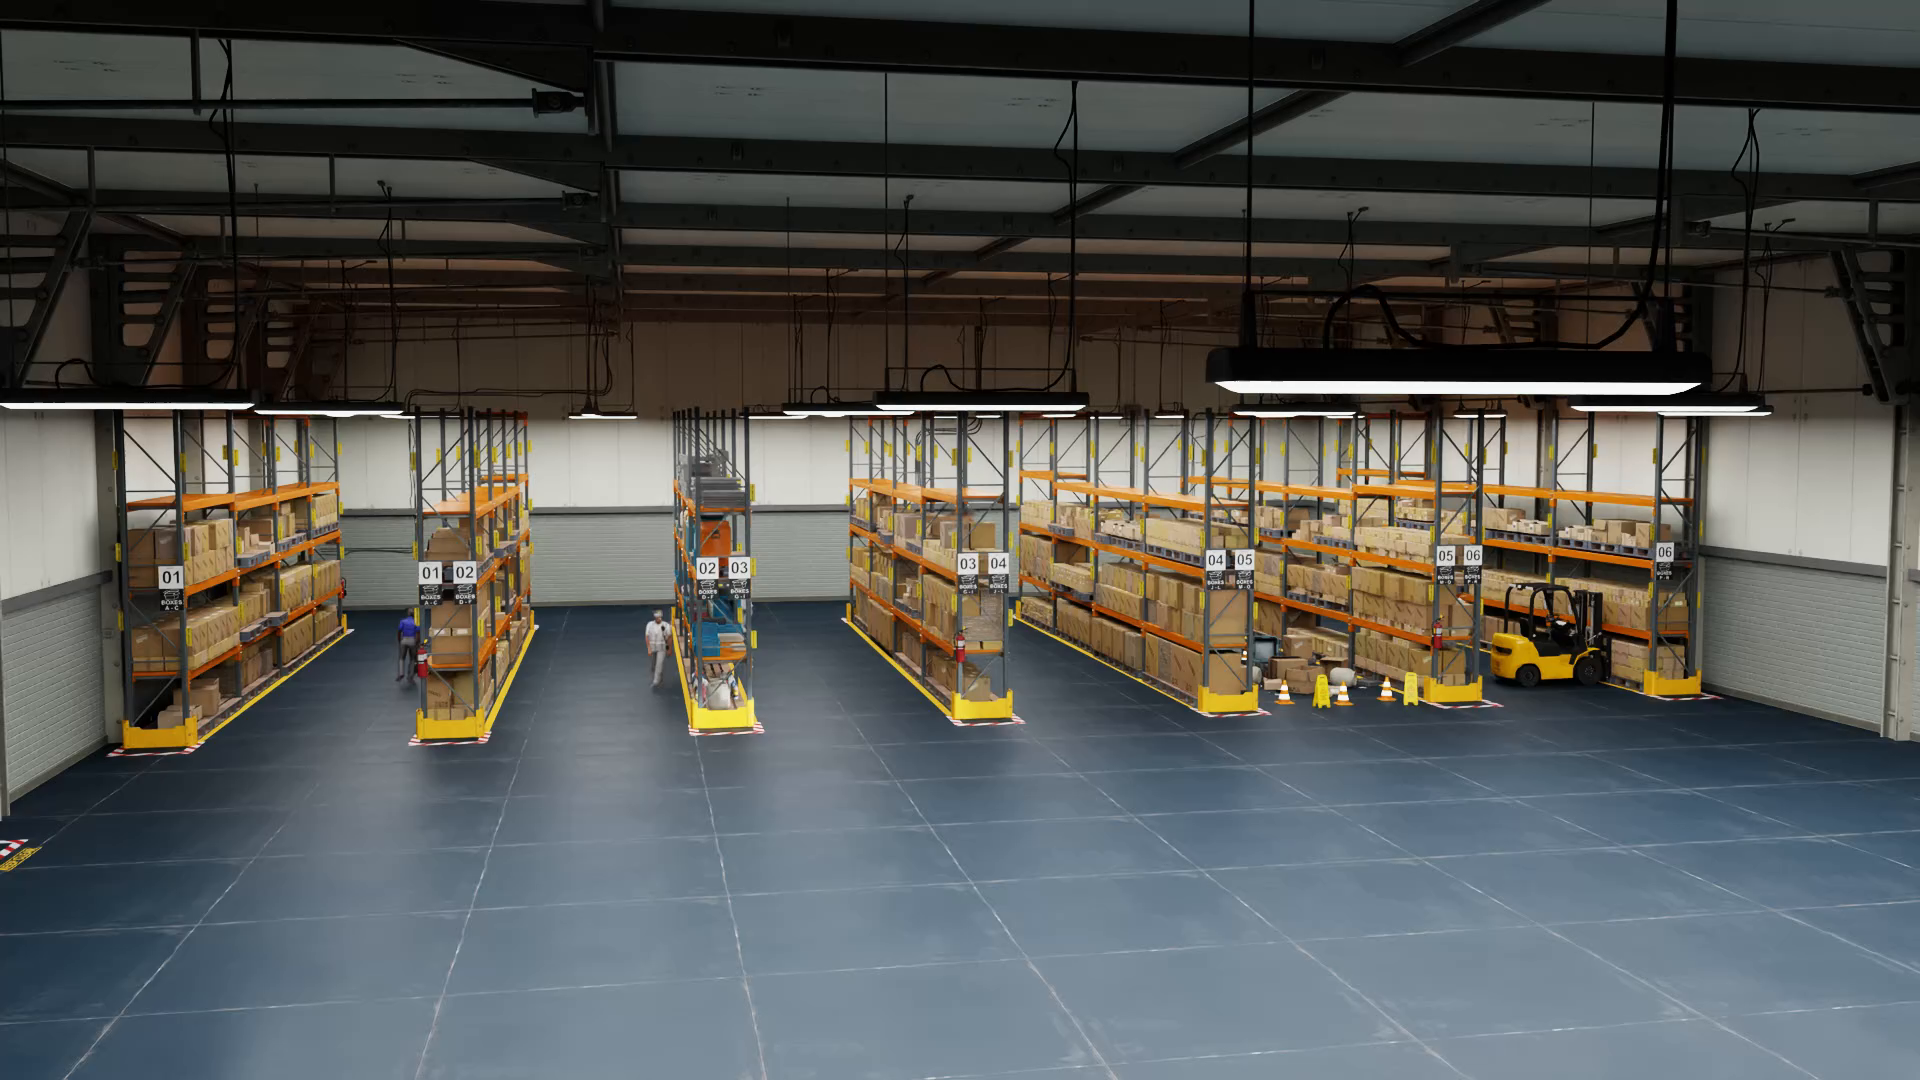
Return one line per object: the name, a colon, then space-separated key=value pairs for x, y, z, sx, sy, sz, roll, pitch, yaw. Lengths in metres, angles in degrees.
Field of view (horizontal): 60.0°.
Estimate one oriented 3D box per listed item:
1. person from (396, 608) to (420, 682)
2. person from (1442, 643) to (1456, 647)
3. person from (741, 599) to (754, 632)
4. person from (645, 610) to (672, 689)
person: x=-12.120 y=2.317 z=36.533 sx=0.501 sy=1.631 sz=0.610 roll=-1 pitch=4 yaw=-8
person: x=11.408 y=2.142 z=38.454 sx=0.649 sy=1.702 sz=0.751 roll=-2 pitch=4 yaw=-25
person: x=-5.920 y=1.632 z=45.038 sx=0.563 sy=1.779 sz=0.627 roll=-3 pitch=5 yaw=-40
person: x=-6.508 y=2.328 z=35.763 sx=0.527 sy=1.650 sz=1.145 roll=0 pitch=4 yaw=6
